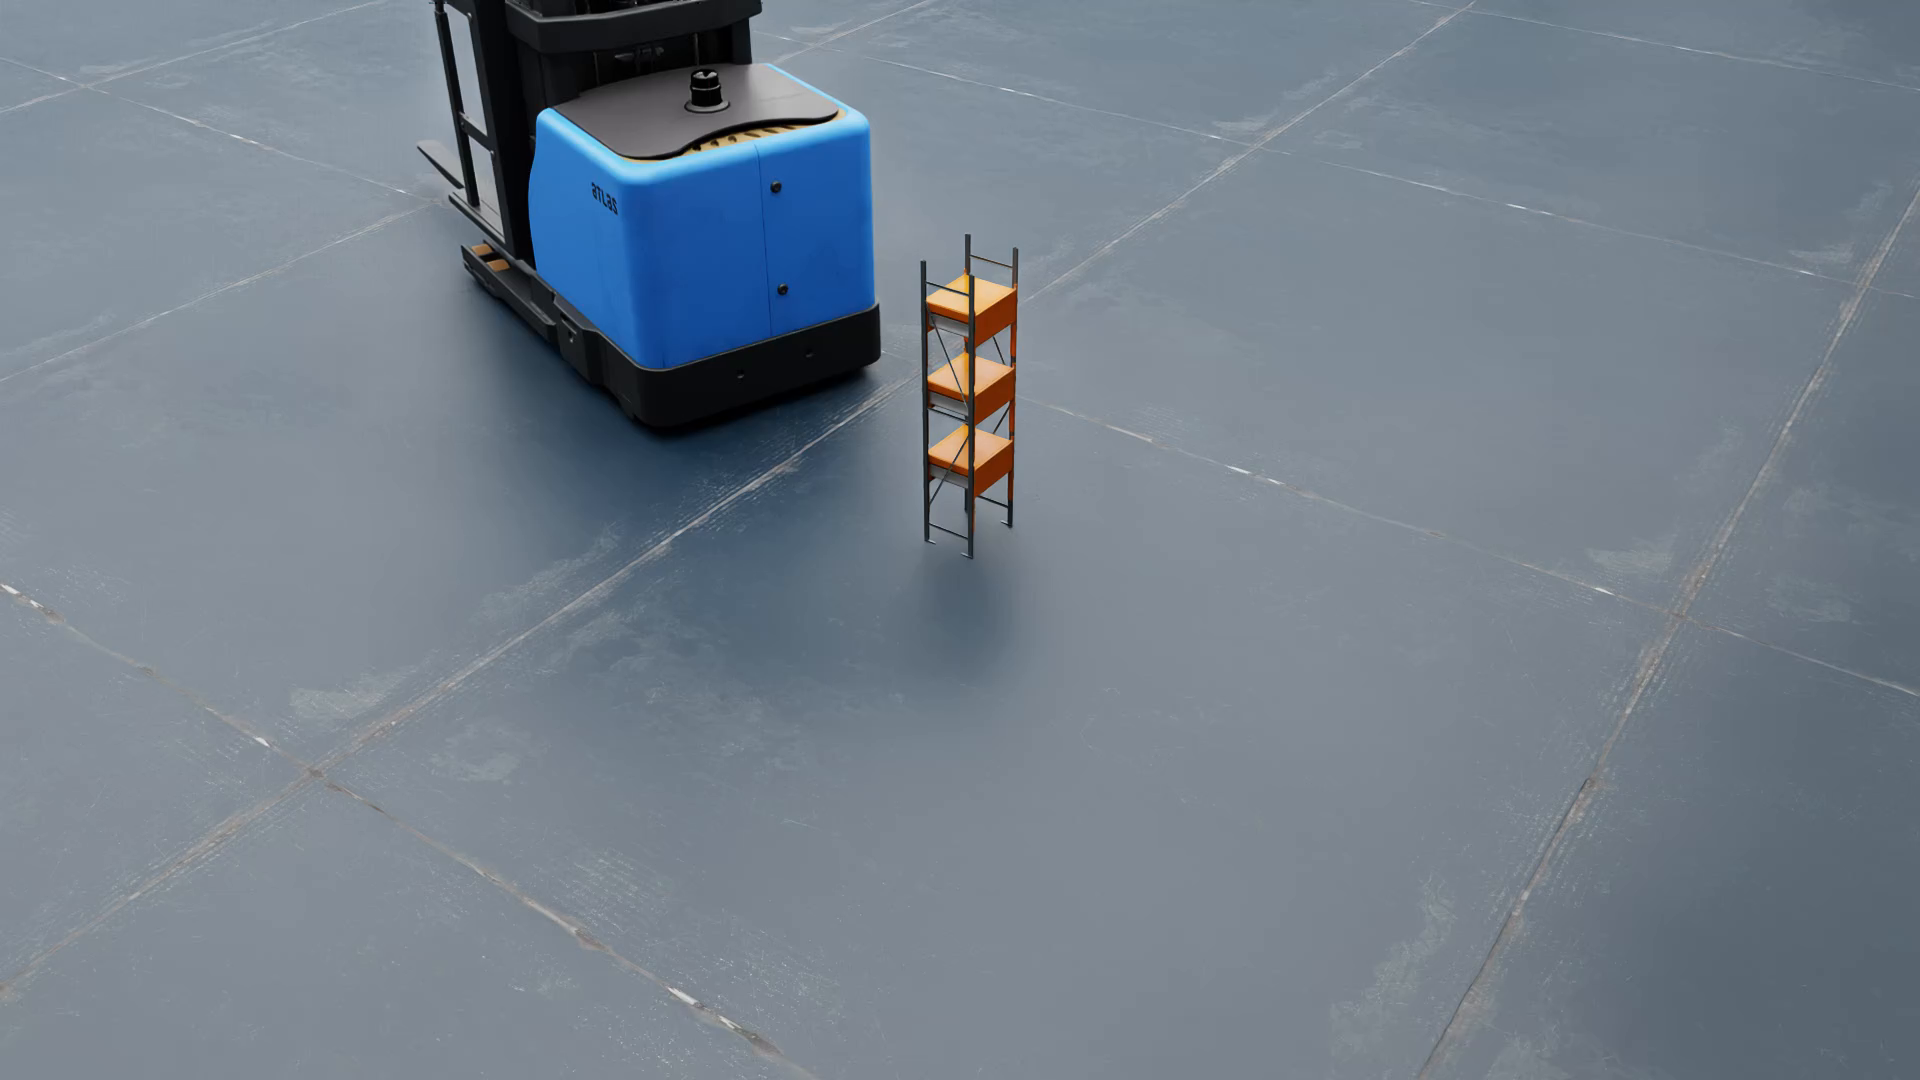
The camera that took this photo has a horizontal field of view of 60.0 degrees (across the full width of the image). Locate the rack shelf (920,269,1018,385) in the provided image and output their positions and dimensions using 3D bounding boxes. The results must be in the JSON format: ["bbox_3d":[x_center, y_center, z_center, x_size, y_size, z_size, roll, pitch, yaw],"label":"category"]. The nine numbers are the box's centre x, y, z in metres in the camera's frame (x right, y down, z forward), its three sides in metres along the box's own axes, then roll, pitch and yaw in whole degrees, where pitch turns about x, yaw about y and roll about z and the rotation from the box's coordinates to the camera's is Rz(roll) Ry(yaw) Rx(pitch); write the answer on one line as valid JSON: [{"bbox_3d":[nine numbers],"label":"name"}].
[{"bbox_3d":[0.031,-0.686,5.339,0.215,0.259,0.240,21,39,28],"label":"rack shelf"}]

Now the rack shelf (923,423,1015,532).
[{"bbox_3d":[0.031,-0.221,5.654,0.215,0.259,0.240,21,39,28],"label":"rack shelf"}]

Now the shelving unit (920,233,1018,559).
[{"bbox_3d":[0.031,-0.460,5.492,0.215,1.050,0.252,21,39,28],"label":"shelving unit"}]

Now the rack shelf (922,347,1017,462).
[{"bbox_3d":[0.031,-0.451,5.498,0.215,0.259,0.240,21,39,28],"label":"rack shelf"}]

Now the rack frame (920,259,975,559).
[{"bbox_3d":[-0.039,-0.403,5.409,0.200,1.050,0.008,21,39,28],"label":"rack frame"}]

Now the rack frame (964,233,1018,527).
[{"bbox_3d":[0.100,-0.516,5.575,0.200,1.050,0.008,21,39,28],"label":"rack frame"}]

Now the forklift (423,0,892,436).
[{"bbox_3d":[-1.522,-2.381,6.655,1.130,2.935,3.031,-21,39,-28],"label":"forklift"}]
